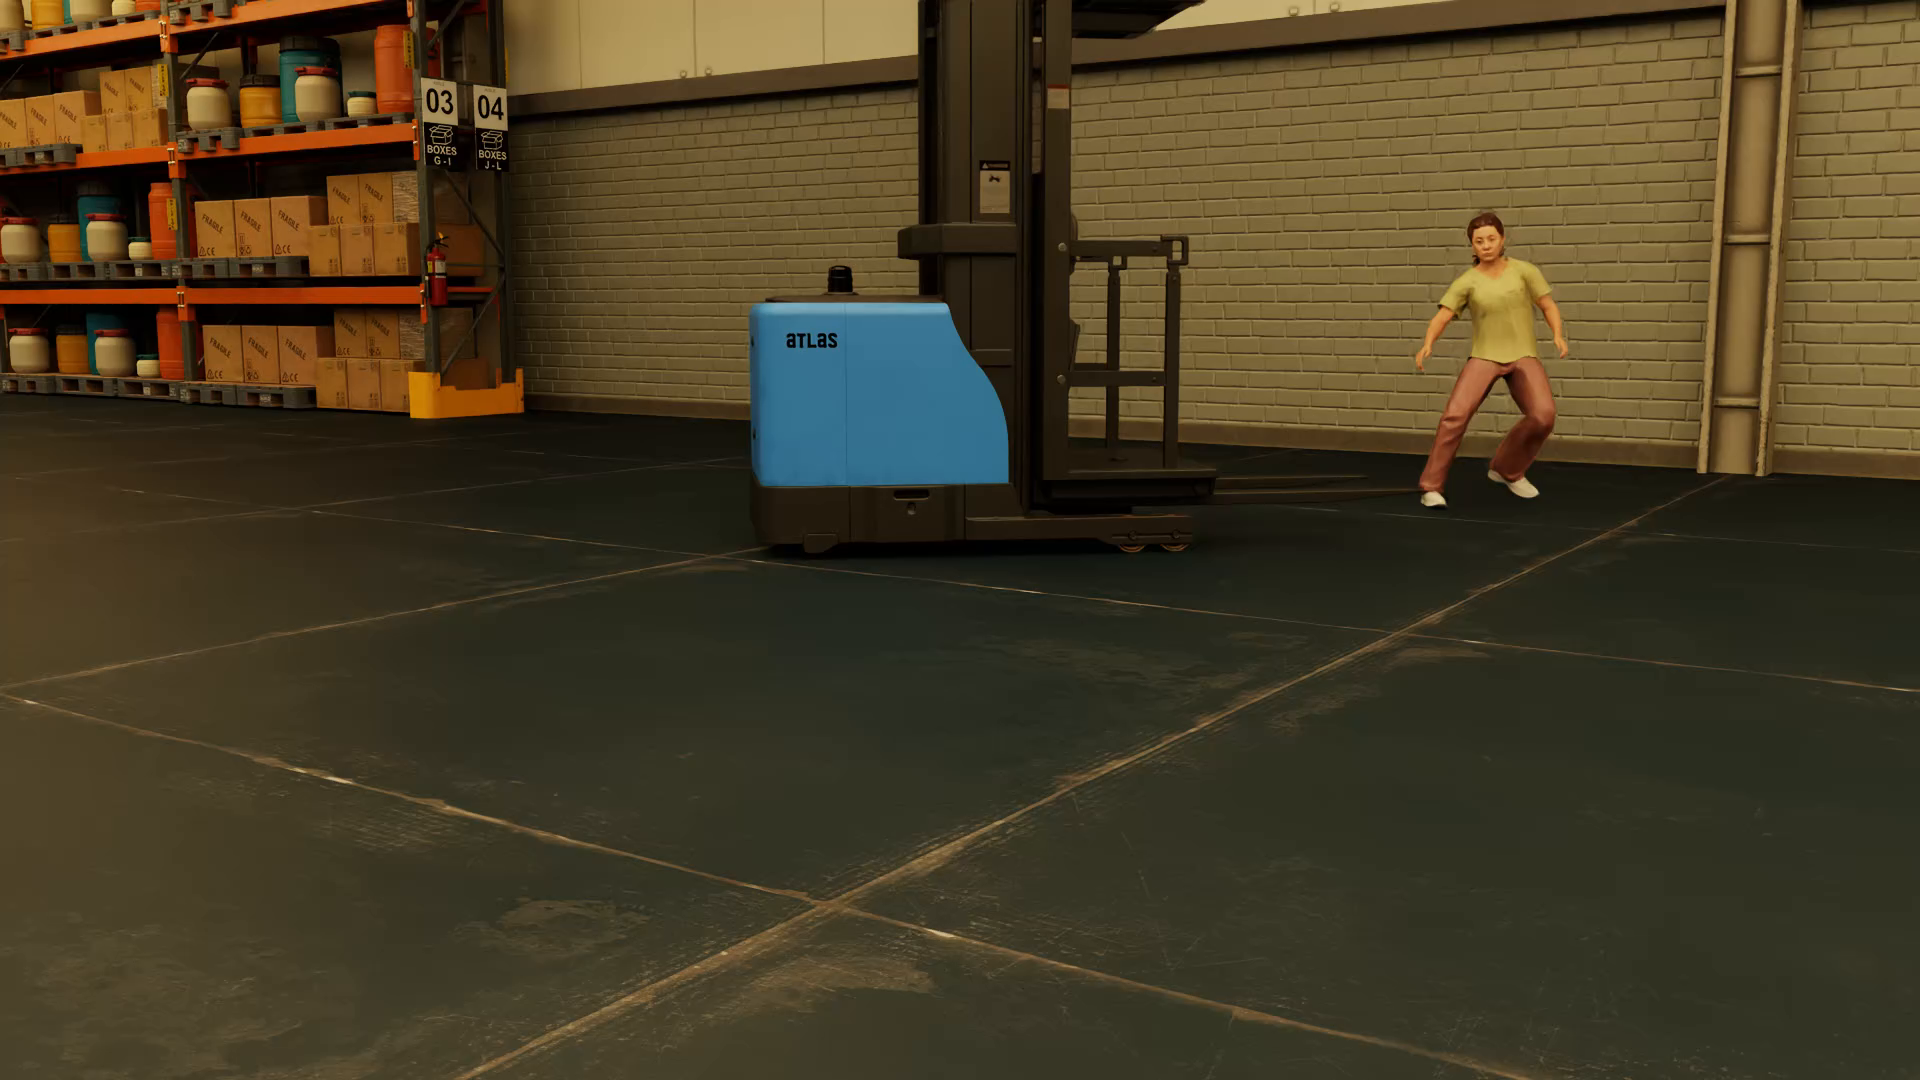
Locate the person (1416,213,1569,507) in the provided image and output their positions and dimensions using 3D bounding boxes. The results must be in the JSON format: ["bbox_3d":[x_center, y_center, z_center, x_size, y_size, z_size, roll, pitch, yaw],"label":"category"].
[{"bbox_3d":[2.796,-0.949,8.783,0.771,1.544,0.557,2,8,12],"label":"person"}]

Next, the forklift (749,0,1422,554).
[{"bbox_3d":[0.570,-1.467,7.512,3.031,2.935,1.130,-1,8,-9],"label":"forklift"}]
